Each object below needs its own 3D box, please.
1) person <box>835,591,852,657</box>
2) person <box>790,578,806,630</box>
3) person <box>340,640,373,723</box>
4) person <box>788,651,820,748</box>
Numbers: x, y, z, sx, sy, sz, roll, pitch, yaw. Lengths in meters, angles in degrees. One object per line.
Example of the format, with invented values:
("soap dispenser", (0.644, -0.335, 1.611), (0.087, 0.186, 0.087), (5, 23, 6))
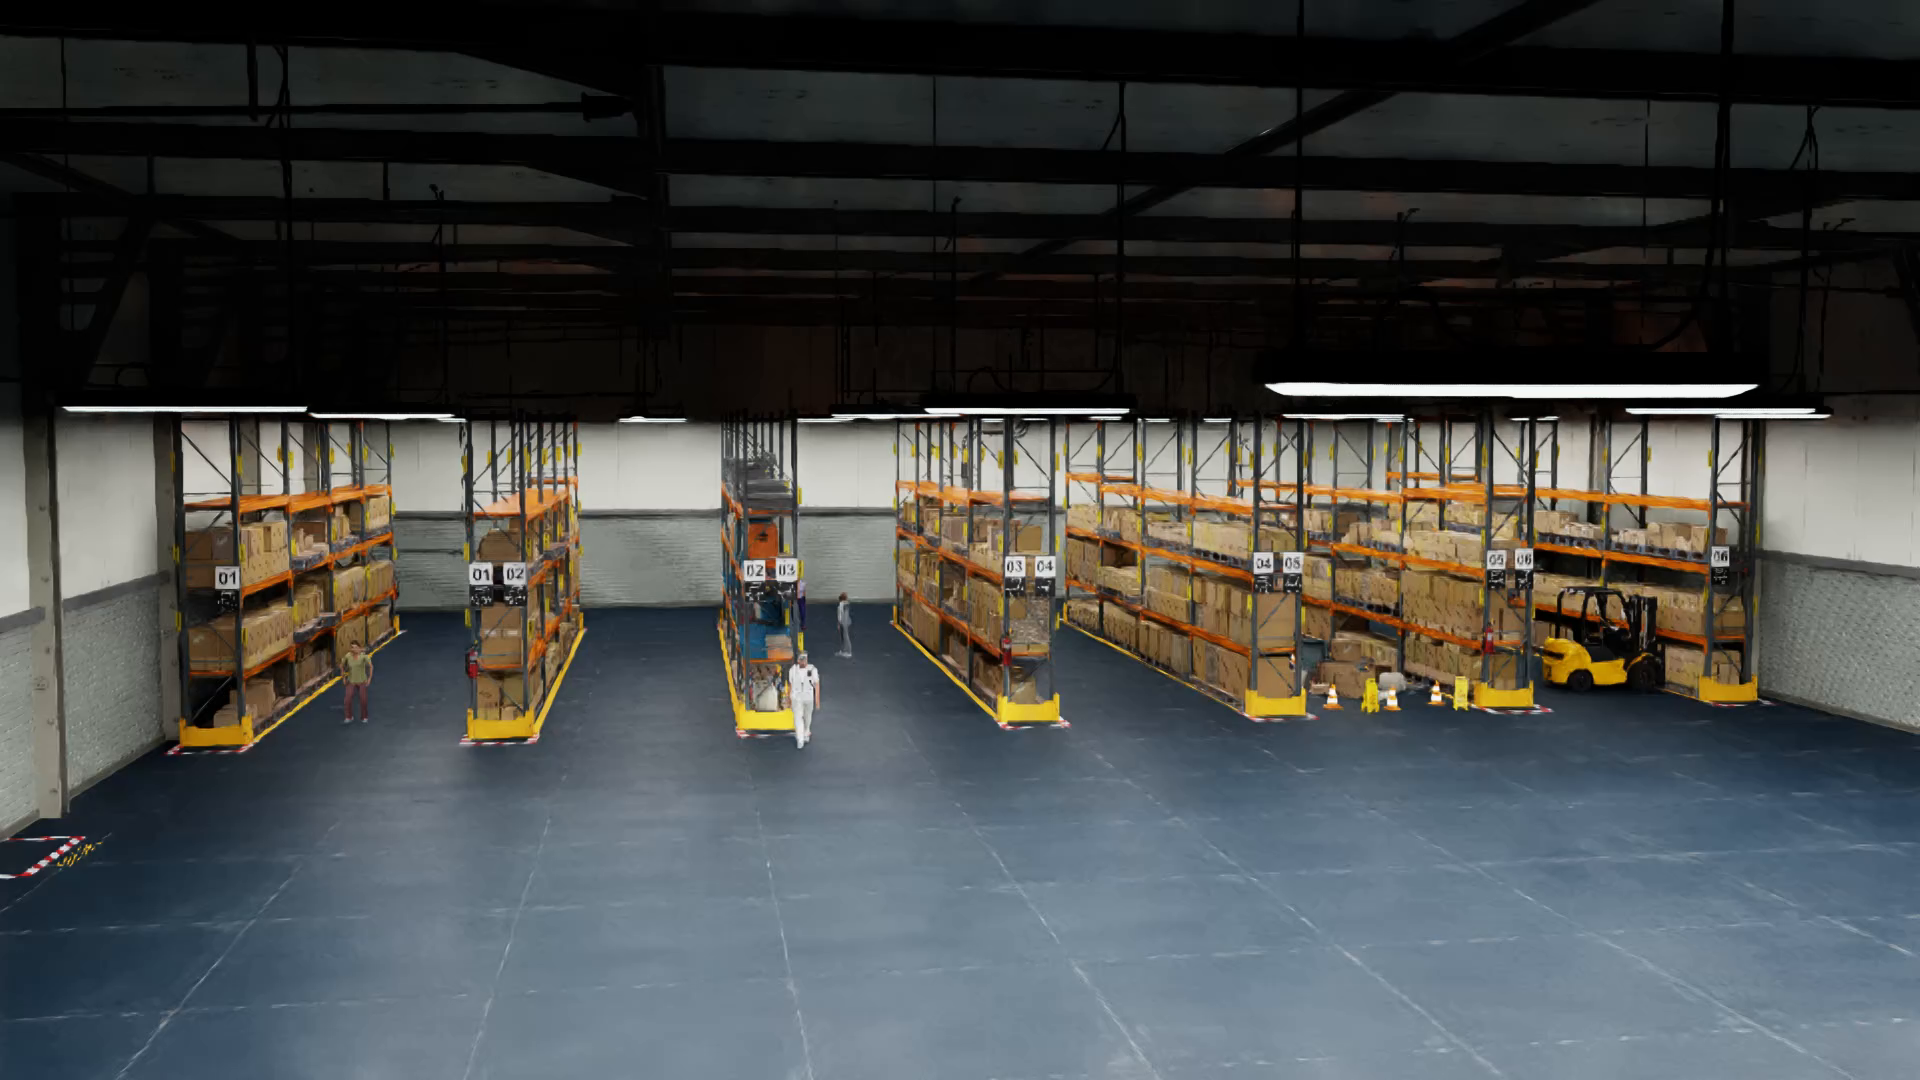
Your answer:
("person", (-2.868, 2.081, 40.928), (0.522, 1.548, 0.512), (1, 4, 19))
("person", (-4.541, 1.693, 46.385), (0.479, 1.567, 1.090), (-1, 4, -7))
("person", (-11.536, 2.703, 31.801), (0.598, 1.619, 0.507), (-1, 4, -11))
("person", (-2.768, 2.799, 29.562), (0.554, 1.712, 1.031), (-1, 4, -10))
